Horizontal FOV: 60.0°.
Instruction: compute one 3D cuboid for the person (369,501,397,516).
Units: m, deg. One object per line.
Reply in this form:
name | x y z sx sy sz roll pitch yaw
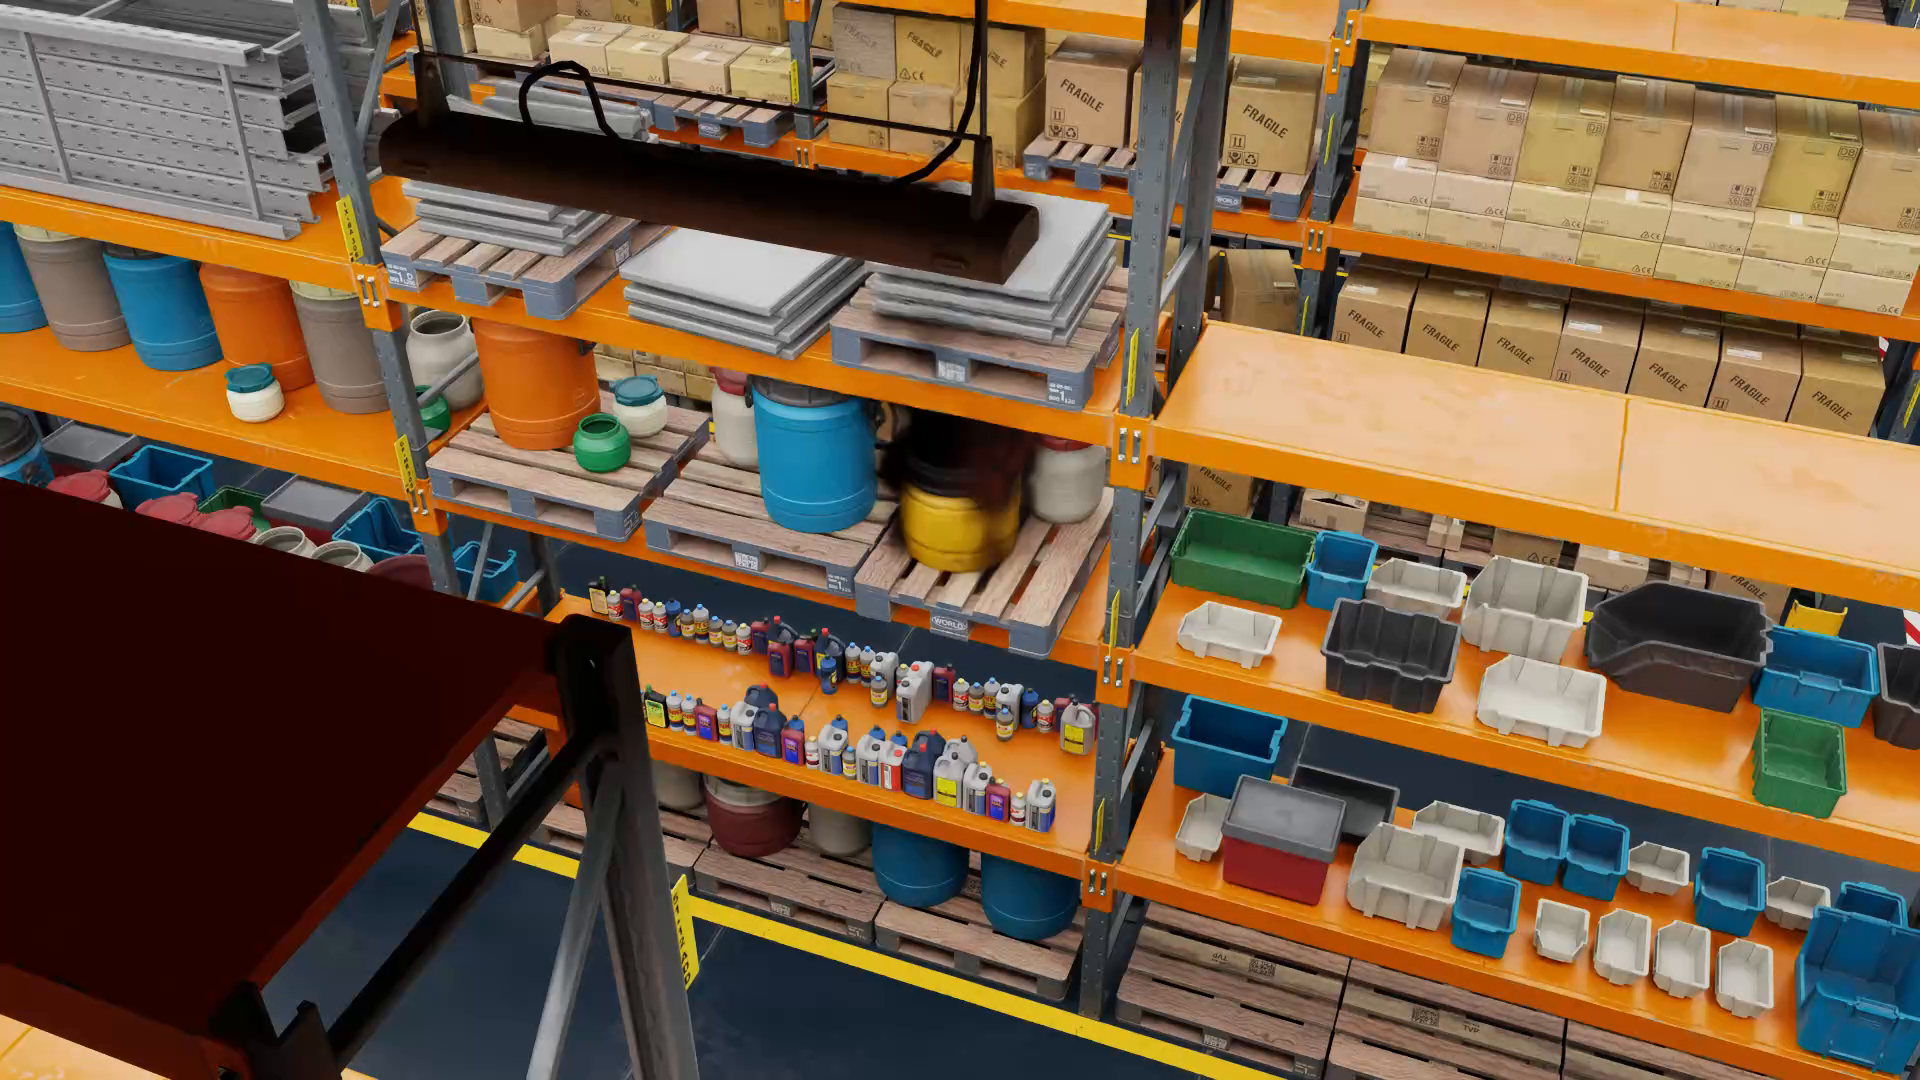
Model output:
person | -4.806 -0.650 12.928 0.769 1.648 0.578 7 37 10
